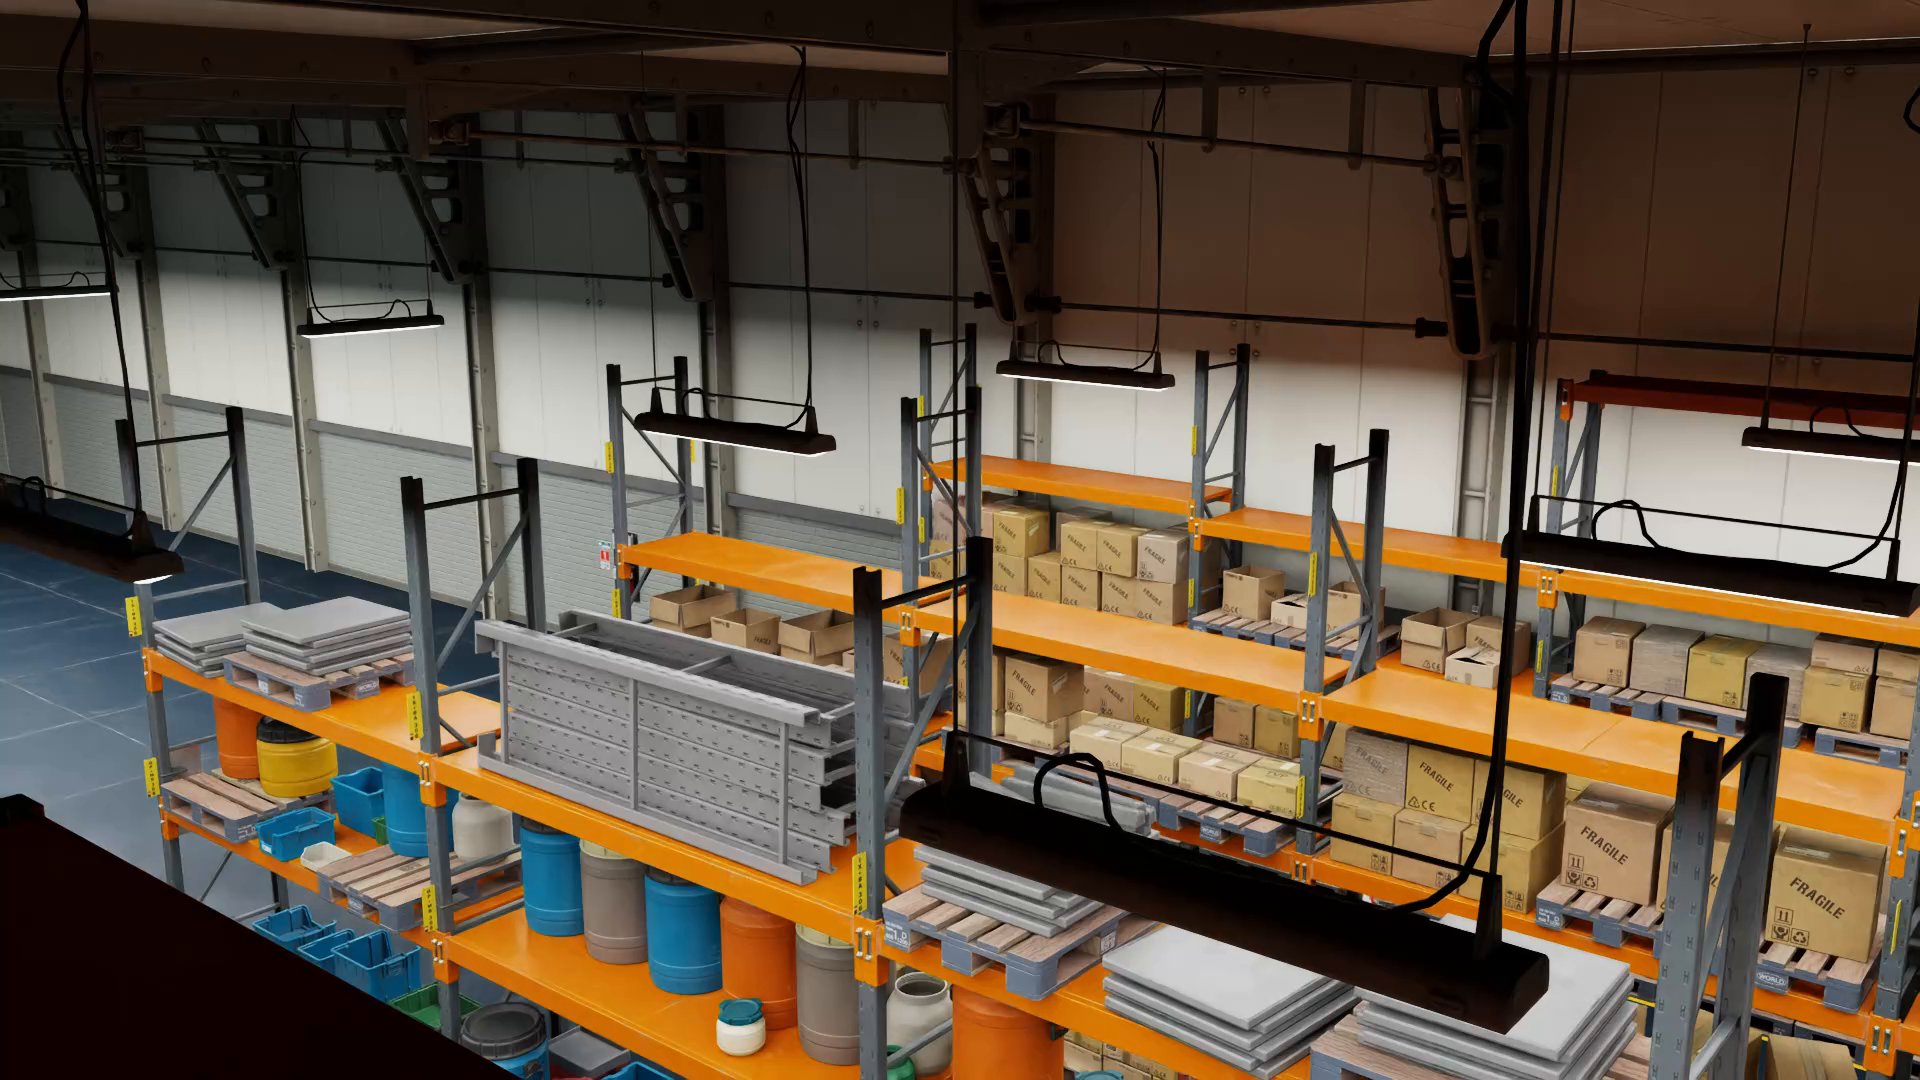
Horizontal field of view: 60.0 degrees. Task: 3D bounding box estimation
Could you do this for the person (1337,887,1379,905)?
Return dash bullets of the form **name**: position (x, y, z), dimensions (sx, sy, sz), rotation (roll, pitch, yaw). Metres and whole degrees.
- **person**: position (3.681, 3.854, 15.380), dimensions (0.691, 1.688, 0.627), rotation (-12, 17, -42)
